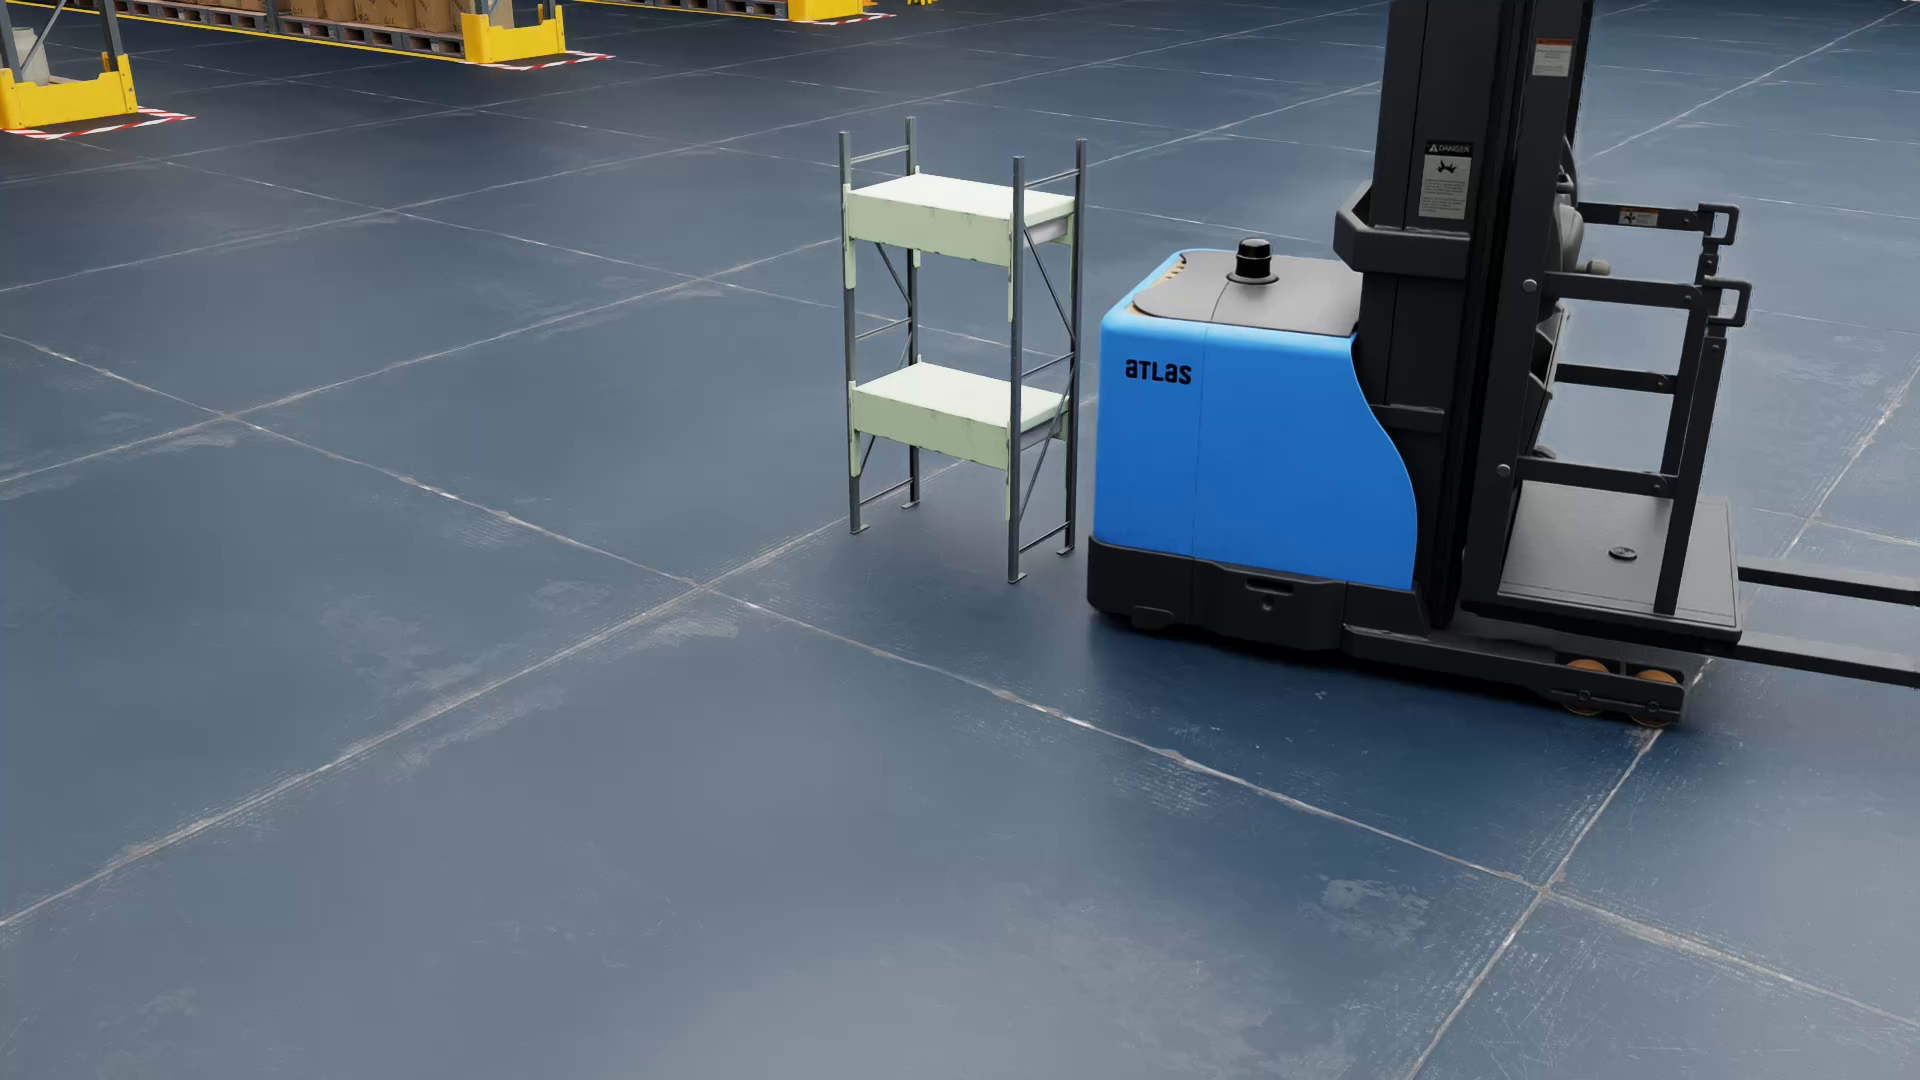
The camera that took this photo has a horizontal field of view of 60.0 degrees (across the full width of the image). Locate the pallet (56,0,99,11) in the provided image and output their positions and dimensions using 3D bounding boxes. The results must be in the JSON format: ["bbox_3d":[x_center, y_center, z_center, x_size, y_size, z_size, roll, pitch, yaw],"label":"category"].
[{"bbox_3d":[-11.823,-7.569,23.166,1.213,0.211,1.003,17,29,33],"label":"pallet"}]

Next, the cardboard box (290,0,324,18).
[{"bbox_3d":[-7.741,-6.601,20.091,0.500,0.500,0.500,16,28,32],"label":"cardboard box"}]

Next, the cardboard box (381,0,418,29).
[{"bbox_3d":[-6.314,-6.191,19.160,0.500,0.500,0.500,20,31,38],"label":"cardboard box"}]

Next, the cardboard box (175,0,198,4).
[{"bbox_3d":[-9.780,-7.267,21.577,0.500,0.500,0.700,20,31,38],"label":"cardboard box"}]

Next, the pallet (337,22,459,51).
[{"bbox_3d":[-6.498,-5.941,19.471,1.213,0.211,1.003,17,29,33],"label":"pallet"}]

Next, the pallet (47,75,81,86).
[{"bbox_3d":[-8.542,-4.023,15.118,1.213,0.211,1.003,17,29,33],"label":"pallet"}]

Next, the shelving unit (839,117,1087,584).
[{"bbox_3d":[0.005,-0.685,5.944,0.755,1.500,0.431,17,29,33],"label":"shelving unit"}]

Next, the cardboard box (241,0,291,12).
[{"bbox_3d":[-8.515,-6.875,20.689,0.500,0.500,0.700,14,28,29],"label":"cardboard box"}]

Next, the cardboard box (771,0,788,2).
[{"bbox_3d":[-2.363,-7.634,21.970,0.875,0.875,0.875,17,29,34],"label":"cardboard box"}]

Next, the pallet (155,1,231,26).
[{"bbox_3d":[-9.641,-6.869,21.578,1.213,0.211,1.003,17,29,33],"label":"pallet"}]

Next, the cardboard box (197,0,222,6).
[{"bbox_3d":[-9.333,-7.132,21.271,0.500,0.500,0.700,14,27,29],"label":"cardboard box"}]

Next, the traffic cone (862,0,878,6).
[{"bbox_3d":[-1.354,-7.697,23.145,0.334,0.463,0.336,17,29,33],"label":"traffic cone"}]

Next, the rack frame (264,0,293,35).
[{"bbox_3d":[-8.037,-7.663,19.921,0.127,3.000,1.000,17,29,33],"label":"rack frame"}]

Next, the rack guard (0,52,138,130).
[{"bbox_3d":[-7.896,-3.957,14.610,0.348,0.500,1.175,17,29,33],"label":"rack guard"}]

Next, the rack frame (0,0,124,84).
[{"bbox_3d":[-7.807,-5.097,14.099,0.127,3.000,1.000,17,29,33],"label":"rack frame"}]

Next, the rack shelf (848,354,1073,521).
[{"bbox_3d":[0.005,-0.386,6.075,0.720,0.370,0.431,17,29,33],"label":"rack shelf"}]

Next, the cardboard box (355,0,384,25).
[{"bbox_3d":[-6.734,-6.340,19.499,0.500,0.500,0.500,14,27,29],"label":"cardboard box"}]

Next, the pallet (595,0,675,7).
[{"bbox_3d":[-4.420,-7.753,23.585,1.213,0.211,1.003,17,29,33],"label":"pallet"}]

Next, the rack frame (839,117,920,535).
[{"bbox_3d":[-0.288,-0.773,6.145,0.023,1.500,0.400,17,29,33],"label":"rack frame"}]

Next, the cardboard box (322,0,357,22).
[{"bbox_3d":[-7.278,-6.465,19.783,0.500,0.500,0.500,-16,28,-31],"label":"cardboard box"}]

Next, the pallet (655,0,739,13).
[{"bbox_3d":[-3.439,-7.458,22.916,1.213,0.211,1.003,17,29,33],"label":"pallet"}]

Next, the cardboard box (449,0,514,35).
[{"bbox_3d":[-5.326,-5.900,18.500,0.500,0.500,0.500,-20,31,-38],"label":"cardboard box"}]

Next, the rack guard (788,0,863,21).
[{"bbox_3d":[-1.761,-7.121,21.793,0.348,0.500,1.175,17,29,33],"label":"rack guard"}]

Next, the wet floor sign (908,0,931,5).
[{"bbox_3d":[-0.570,-7.826,23.211,0.232,0.644,0.267,12,26,24],"label":"wet floor sign"}]

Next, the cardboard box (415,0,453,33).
[{"bbox_3d":[-5.825,-6.033,18.803,0.500,0.500,0.500,-17,29,-34],"label":"cardboard box"}]

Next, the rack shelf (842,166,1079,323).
[{"bbox_3d":[0.005,-1.042,5.787,0.720,0.370,0.431,17,29,33],"label":"rack shelf"}]

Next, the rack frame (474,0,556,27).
[{"bbox_3d":[-4.836,-6.695,17.725,0.127,3.000,1.000,17,29,33],"label":"rack frame"}]

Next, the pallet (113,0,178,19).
[{"bbox_3d":[-10.613,-7.164,22.248,1.213,0.211,1.003,17,29,33],"label":"pallet"}]

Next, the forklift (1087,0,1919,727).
[{"bbox_3d":[1.998,-1.024,4.939,3.031,2.935,1.130,9,25,20],"label":"forklift"}]

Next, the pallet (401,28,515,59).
[{"bbox_3d":[-5.526,-5.645,18.801,1.213,0.211,1.003,17,29,33],"label":"pallet"}]

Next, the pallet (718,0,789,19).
[{"bbox_3d":[-2.467,-7.163,22.246,1.213,0.211,1.003,17,29,33],"label":"pallet"}]

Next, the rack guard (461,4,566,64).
[{"bbox_3d":[-4.897,-5.570,18.271,0.348,0.500,1.175,17,29,33],"label":"rack guard"}]

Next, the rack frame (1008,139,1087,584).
[{"bbox_3d":[0.298,-0.596,5.743,0.023,1.500,0.400,17,29,33],"label":"rack frame"}]

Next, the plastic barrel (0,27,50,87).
[{"bbox_3d":[-8.379,-4.285,14.821,0.421,0.512,0.421,0,24,0],"label":"plastic barrel"}]

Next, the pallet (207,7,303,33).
[{"bbox_3d":[-8.661,-6.574,20.909,1.213,0.211,1.003,17,29,33],"label":"pallet"}]

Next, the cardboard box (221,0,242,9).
[{"bbox_3d":[-8.886,-6.997,20.964,0.500,0.500,0.700,17,29,33],"label":"cardboard box"}]

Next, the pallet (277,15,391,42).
[{"bbox_3d":[-7.478,-6.235,20.140,1.213,0.211,1.003,17,29,33],"label":"pallet"}]

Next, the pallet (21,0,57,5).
[{"bbox_3d":[-12.795,-7.864,23.836,1.213,0.211,1.003,17,29,33],"label":"pallet"}]
